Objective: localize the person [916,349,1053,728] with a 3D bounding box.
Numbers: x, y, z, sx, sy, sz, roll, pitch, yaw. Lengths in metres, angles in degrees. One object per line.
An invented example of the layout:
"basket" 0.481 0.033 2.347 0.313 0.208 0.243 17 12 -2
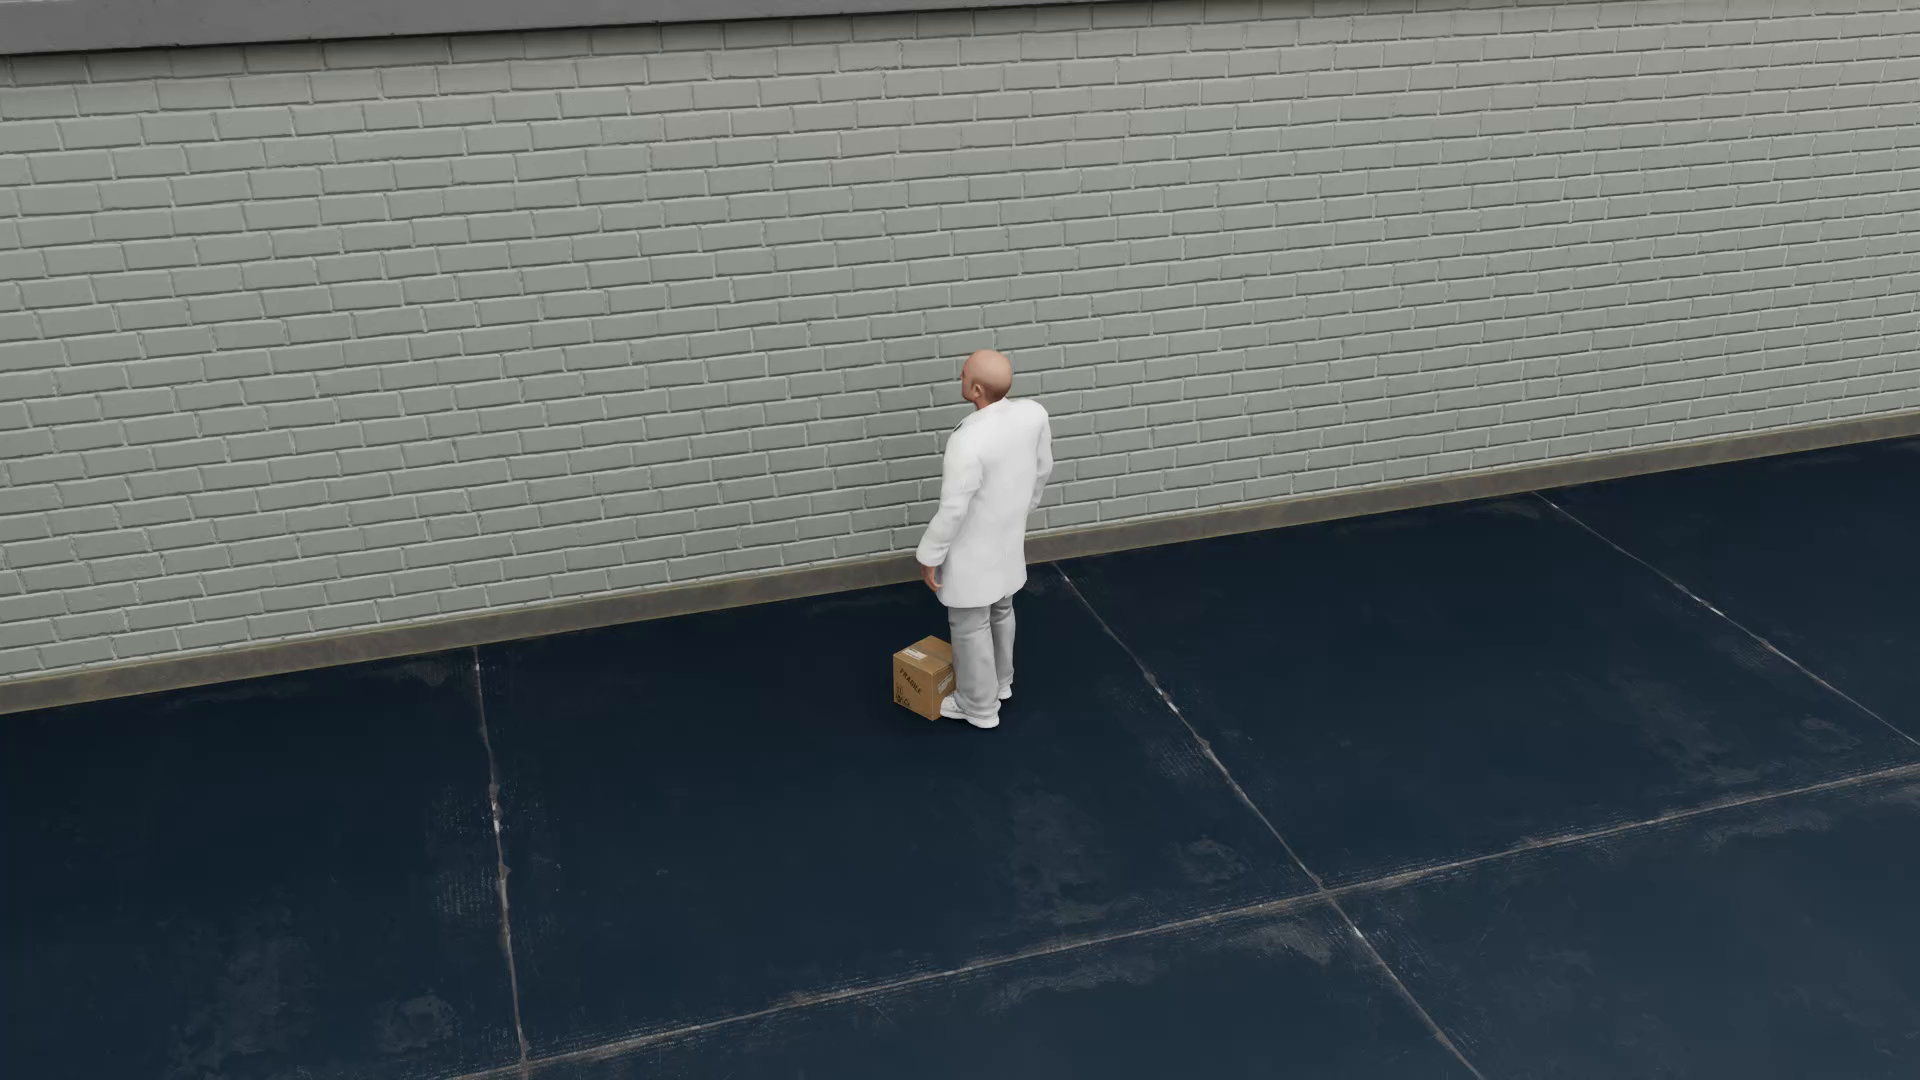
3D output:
"person" 0.026 -0.019 7.151 0.580 1.775 0.694 23 34 38
